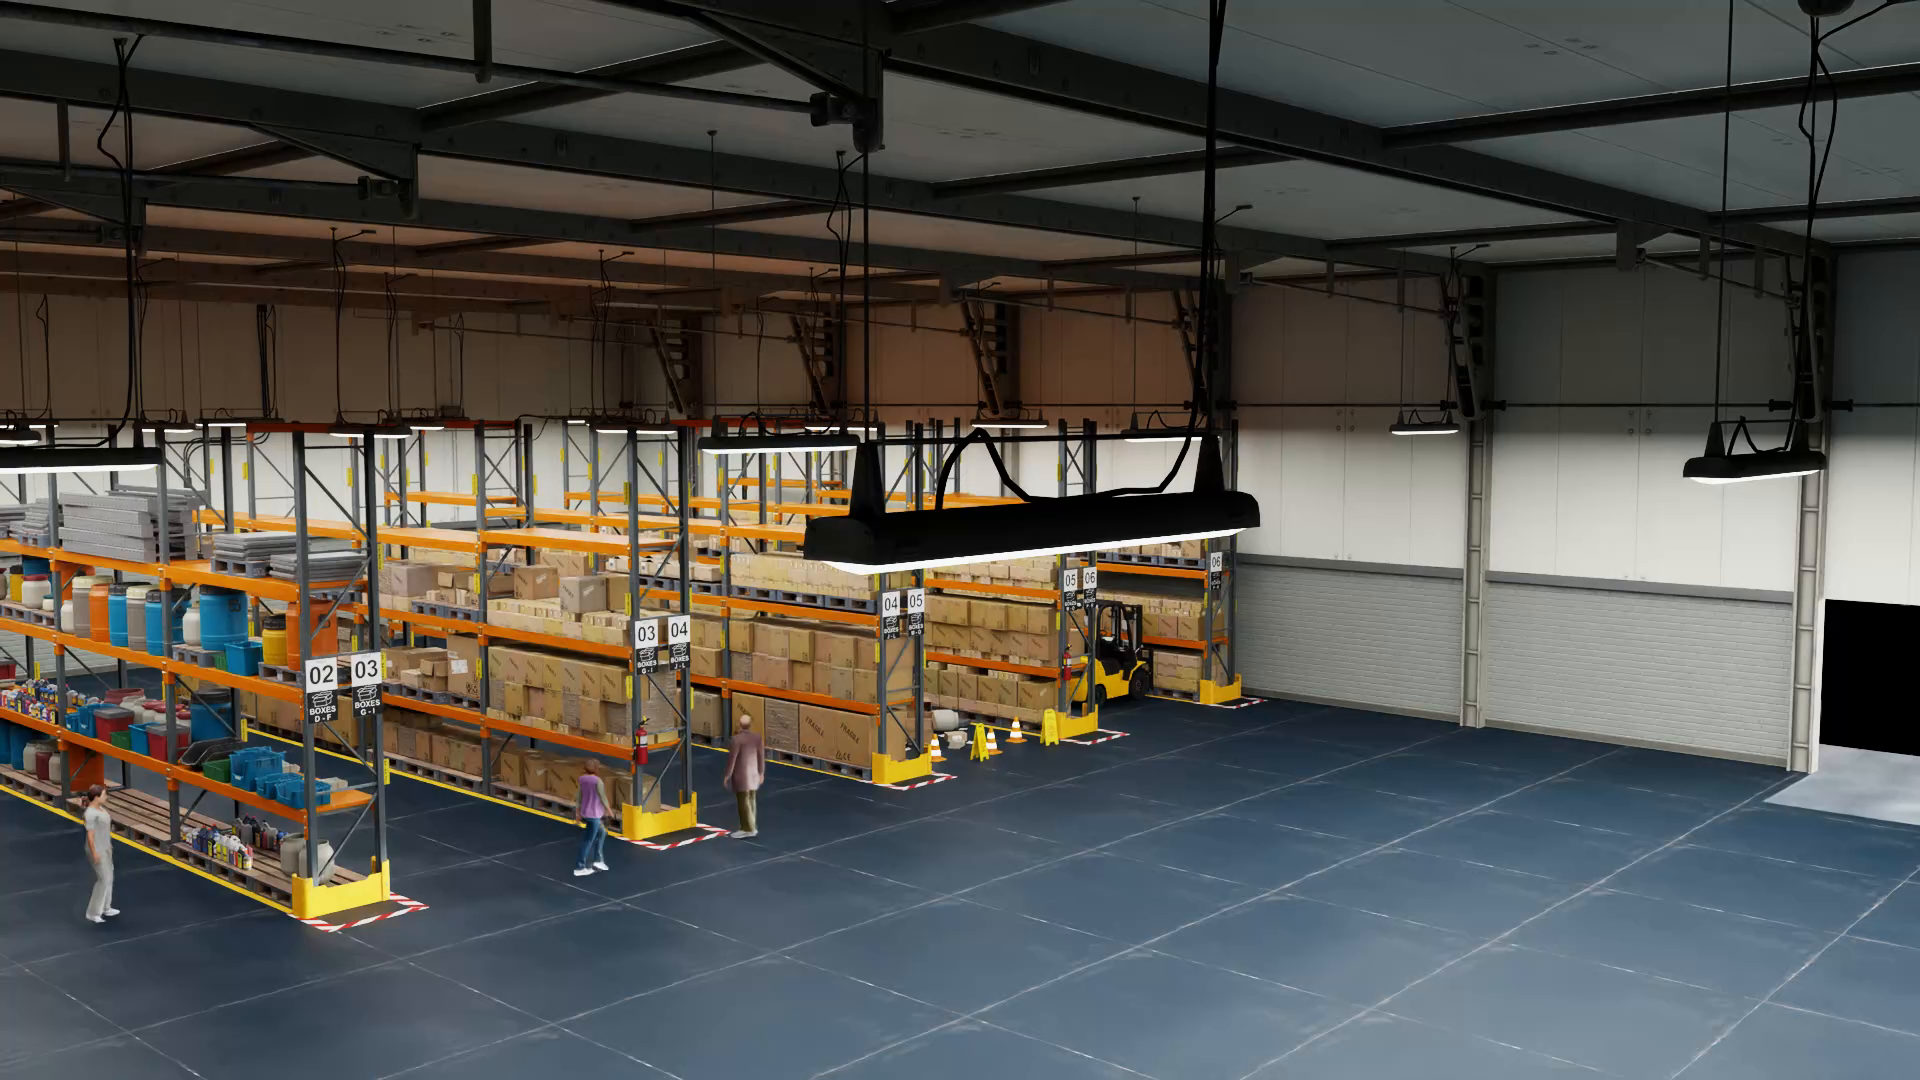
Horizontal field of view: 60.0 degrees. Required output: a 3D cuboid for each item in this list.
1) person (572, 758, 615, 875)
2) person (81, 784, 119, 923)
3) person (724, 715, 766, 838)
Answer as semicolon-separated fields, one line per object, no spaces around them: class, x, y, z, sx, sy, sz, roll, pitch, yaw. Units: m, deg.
person;-4.912;3.713;22.265;0.587;1.617;0.417;-4;6;-38
person;-10.608;3.859;20.512;0.370;1.723;0.504;-1;5;-7
person;-3.145;3.456;24.355;0.648;1.805;0.442;-4;6;-43
